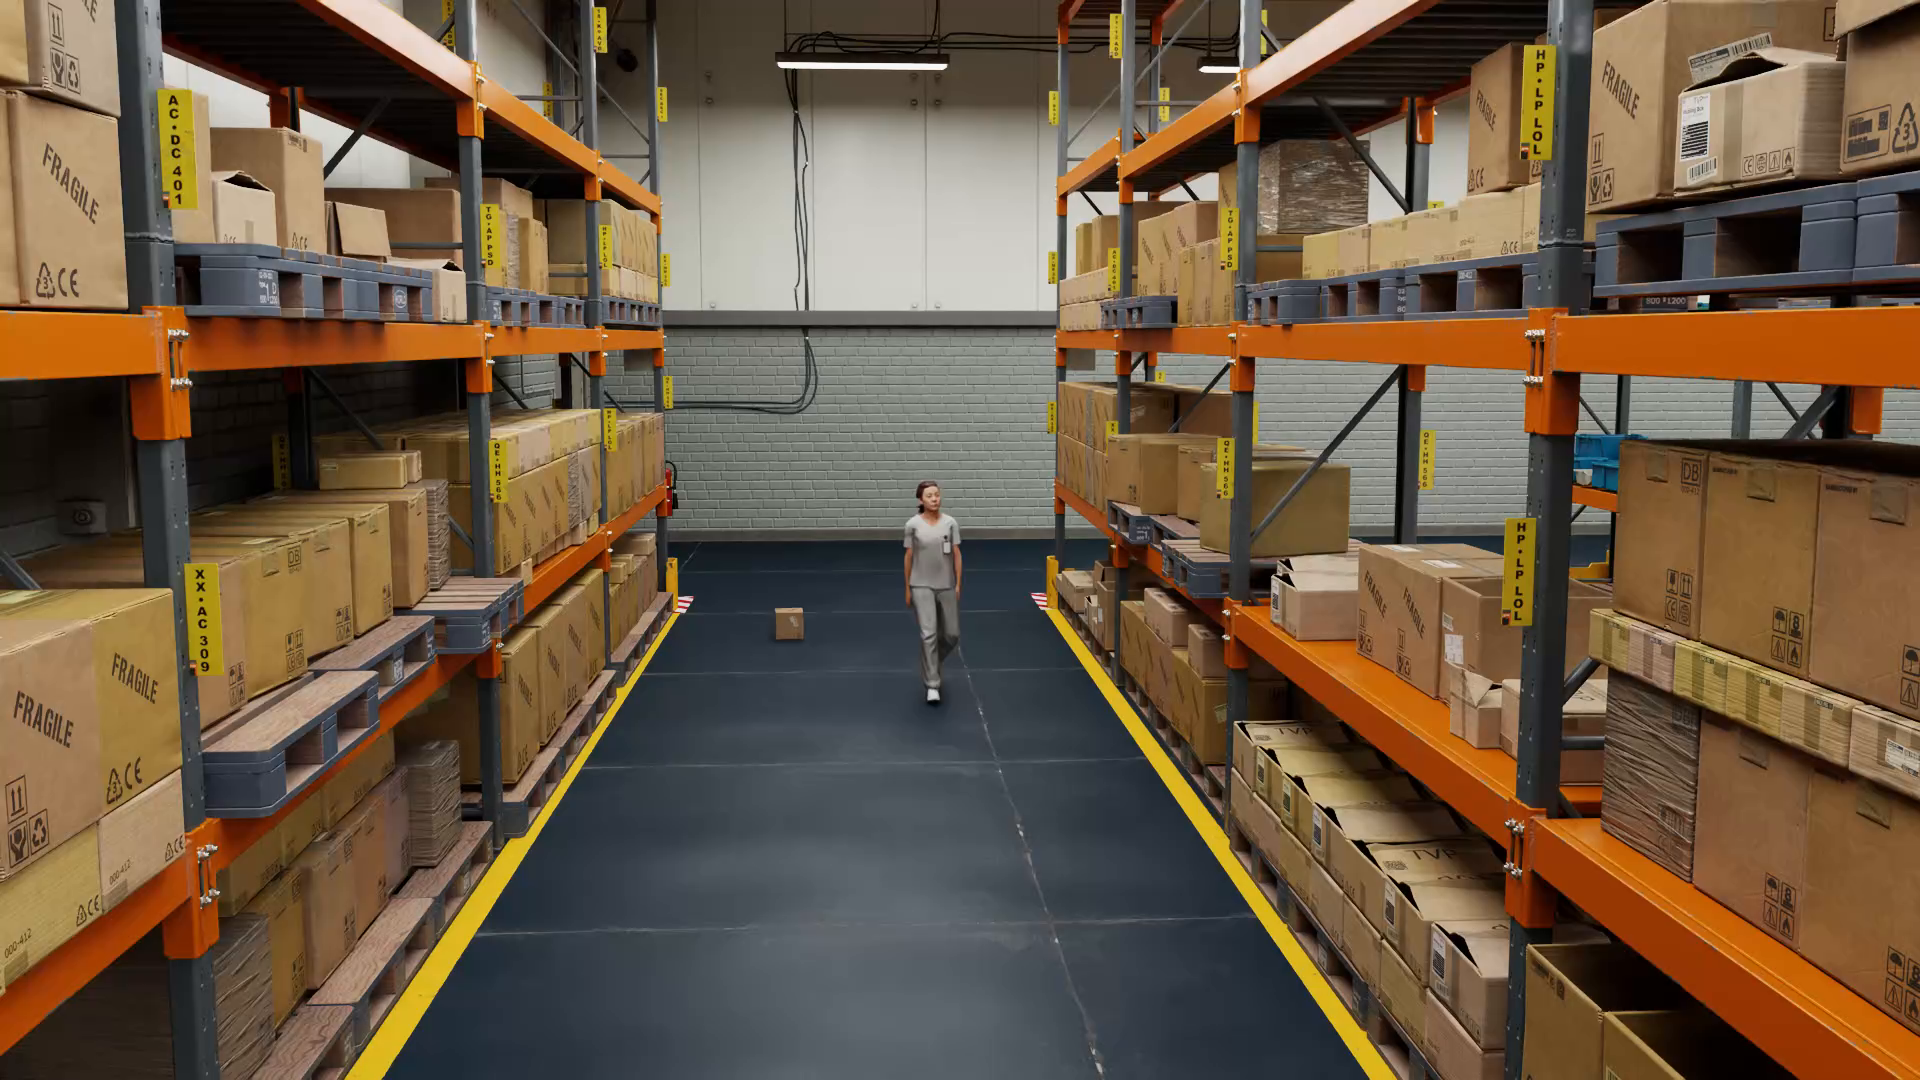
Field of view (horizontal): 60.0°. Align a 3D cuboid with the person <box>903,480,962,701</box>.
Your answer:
[{"bbox_3d":[-0.209,0.363,12.695,0.449,1.640,0.741,-1,7,-12],"label":"person"}]
